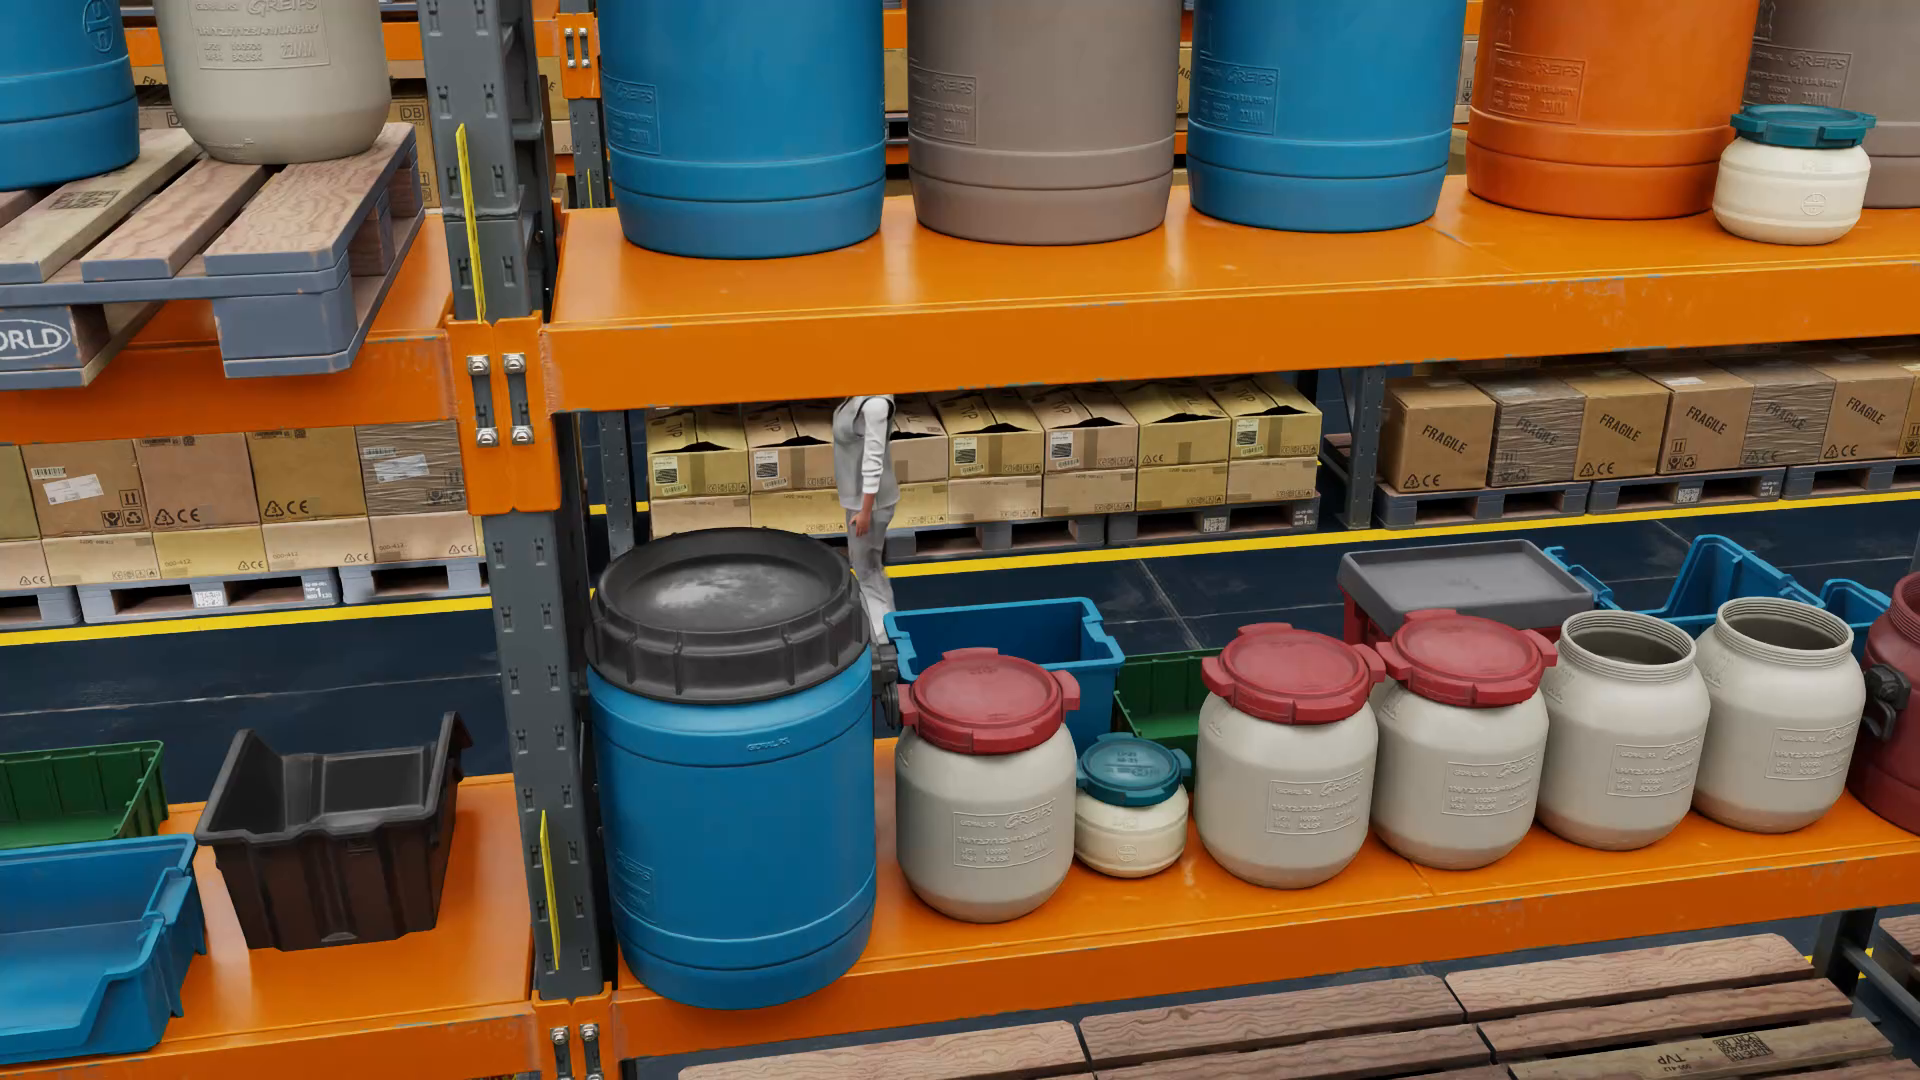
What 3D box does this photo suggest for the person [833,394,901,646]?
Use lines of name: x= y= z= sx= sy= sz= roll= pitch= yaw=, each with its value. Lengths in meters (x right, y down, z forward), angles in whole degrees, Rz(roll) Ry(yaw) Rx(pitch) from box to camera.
person: x=-0.416 y=-0.173 z=7.512 sx=0.304 sy=1.595 sz=0.405 roll=-3 pitch=24 yaw=-8
